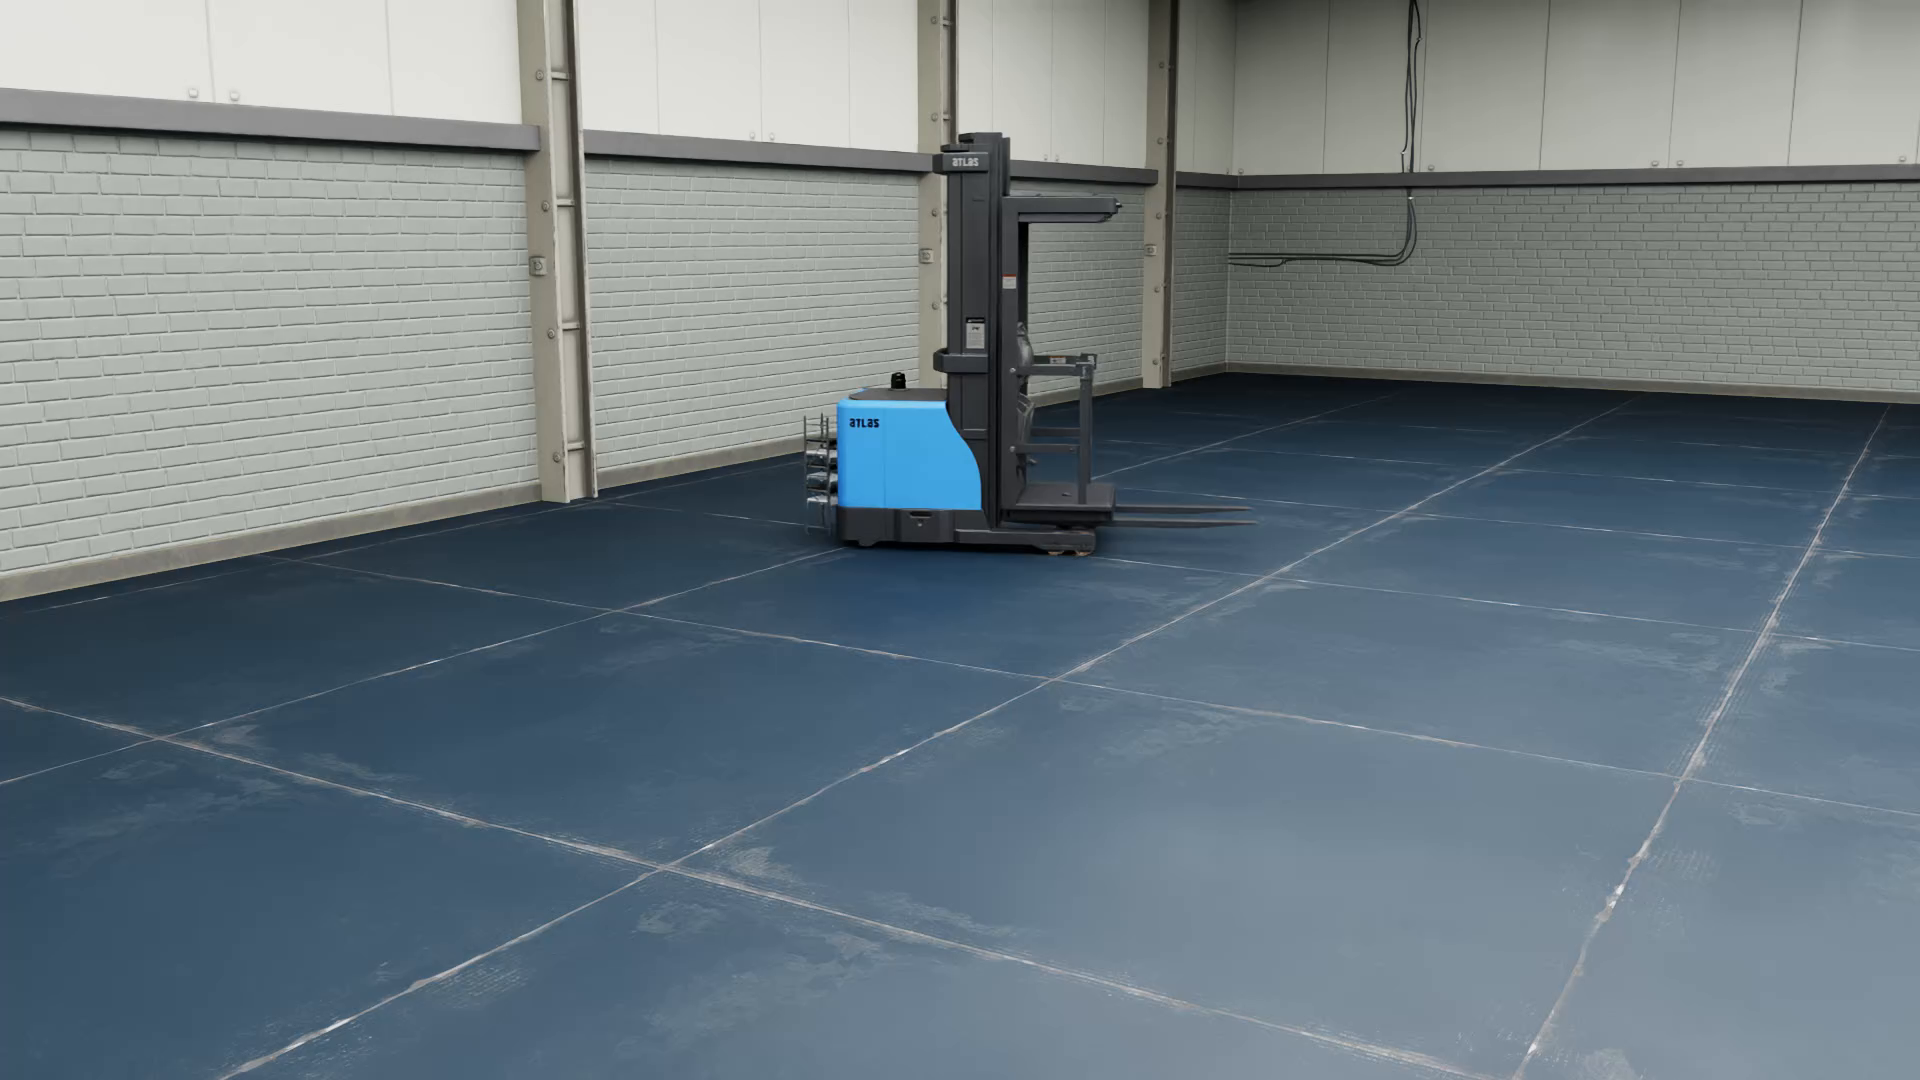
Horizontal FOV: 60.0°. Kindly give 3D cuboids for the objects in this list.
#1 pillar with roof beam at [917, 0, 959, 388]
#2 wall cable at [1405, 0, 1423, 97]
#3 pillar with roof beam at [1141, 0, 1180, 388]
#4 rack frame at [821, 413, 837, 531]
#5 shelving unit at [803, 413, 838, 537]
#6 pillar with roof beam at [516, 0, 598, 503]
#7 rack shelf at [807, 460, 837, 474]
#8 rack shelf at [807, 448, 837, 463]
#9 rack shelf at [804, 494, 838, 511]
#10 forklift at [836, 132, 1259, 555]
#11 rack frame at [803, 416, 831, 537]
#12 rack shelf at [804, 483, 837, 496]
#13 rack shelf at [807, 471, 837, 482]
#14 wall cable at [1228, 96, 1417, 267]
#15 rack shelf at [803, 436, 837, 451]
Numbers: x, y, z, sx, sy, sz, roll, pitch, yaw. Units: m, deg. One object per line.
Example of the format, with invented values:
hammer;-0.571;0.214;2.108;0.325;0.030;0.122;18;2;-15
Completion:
pillar with roof beam;3.436;-5.314;16.297;9.100;9.000;0.400;6;12;31
wall cable;7.844;-7.703;23.775;3.097;2.526;0.112;6;12;31
pillar with roof beam;6.552;-6.257;21.338;9.100;9.000;0.400;6;12;31
rack frame;-0.958;-0.508;12.639;0.240;0.900;0.006;7;13;34
shelving unit;-1.016;-0.493;12.556;0.258;0.900;0.210;7;13;34
pillar with roof beam;0.321;-4.370;11.257;9.100;9.000;0.400;6;12;31
rack shelf;-1.016;-0.549;12.546;0.258;0.077;0.200;7;13;34
rack shelf;-1.016;-0.637;12.529;0.258;0.077;0.200;7;13;34
rack shelf;-1.016;-0.283;12.596;0.258;0.077;0.200;7;13;34
forklift;0.654;-1.435;12.068;3.031;2.935;1.130;1;11;6
rack frame;-1.073;-0.478;12.474;0.240;0.900;0.006;7;13;34
rack shelf;-1.016;-0.372;12.579;0.258;0.077;0.200;7;13;34
rack shelf;-1.016;-0.460;12.563;0.258;0.077;0.200;7;13;34
wall cable;5.532;-5.479;25.620;3.097;2.526;0.112;6;12;31
rack shelf;-1.016;-0.726;12.513;0.258;0.077;0.200;7;13;34
